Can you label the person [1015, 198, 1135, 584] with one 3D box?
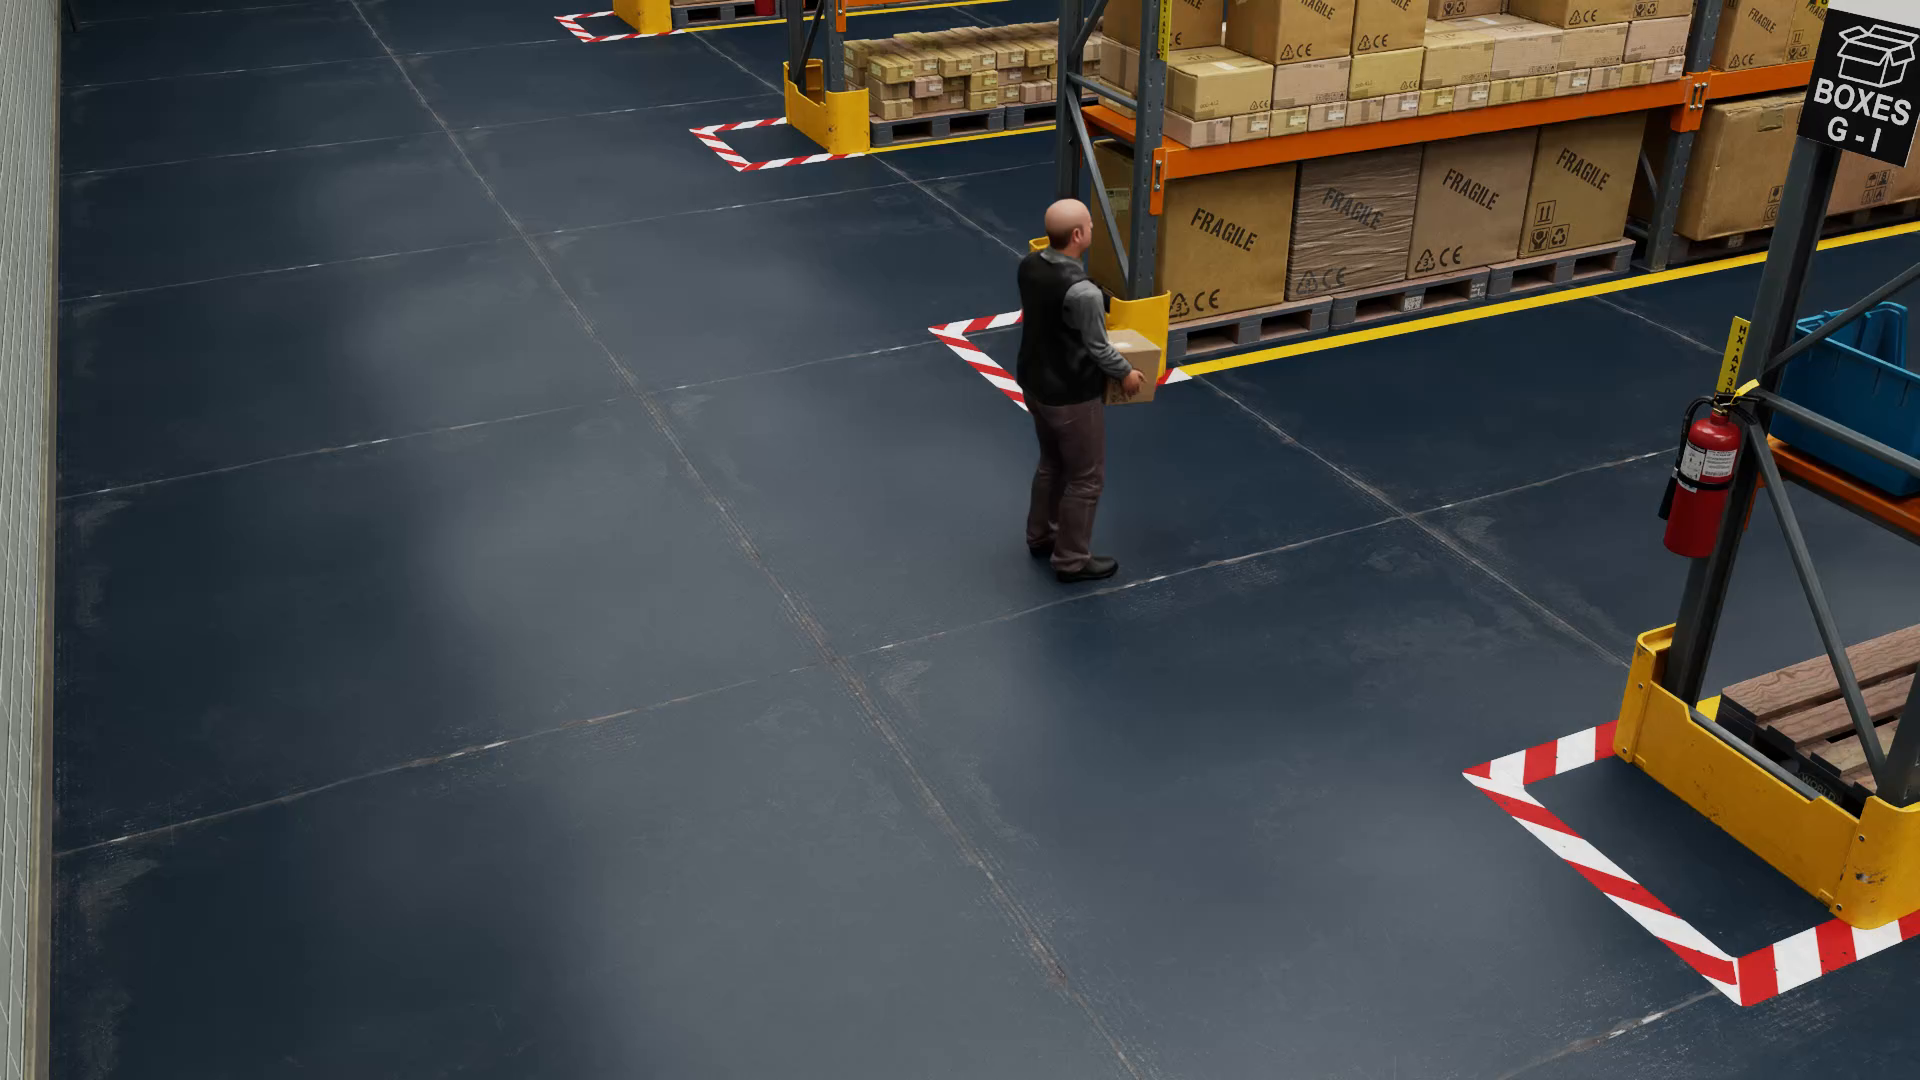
[{"bbox_3d":[0.492,-0.664,7.331,0.482,1.728,0.544,-14,32,-23],"label":"person"}]
